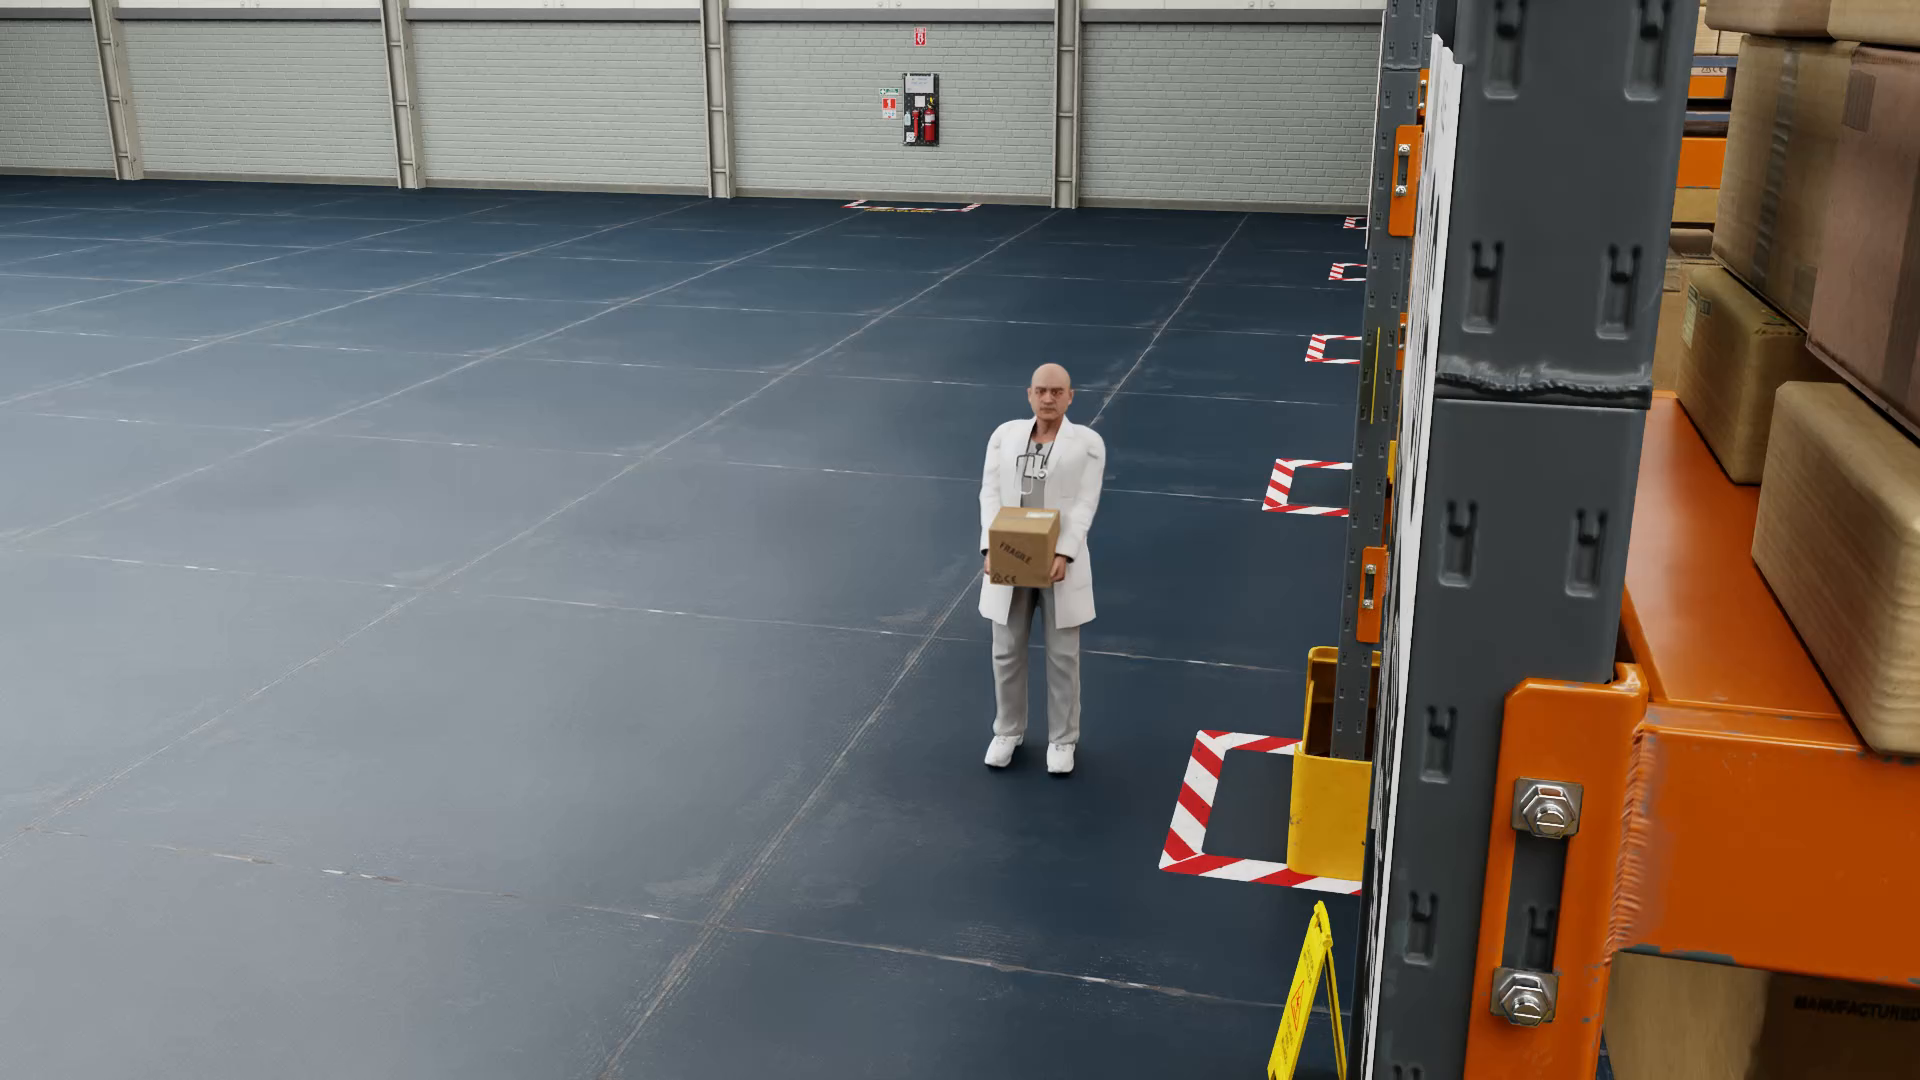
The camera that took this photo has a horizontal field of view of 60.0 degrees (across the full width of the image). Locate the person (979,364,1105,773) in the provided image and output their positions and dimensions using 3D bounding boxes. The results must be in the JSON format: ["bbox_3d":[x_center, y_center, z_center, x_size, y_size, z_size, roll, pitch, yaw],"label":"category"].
[{"bbox_3d":[0.324,0.151,7.122,0.529,1.769,0.562,5,19,14],"label":"person"}]
